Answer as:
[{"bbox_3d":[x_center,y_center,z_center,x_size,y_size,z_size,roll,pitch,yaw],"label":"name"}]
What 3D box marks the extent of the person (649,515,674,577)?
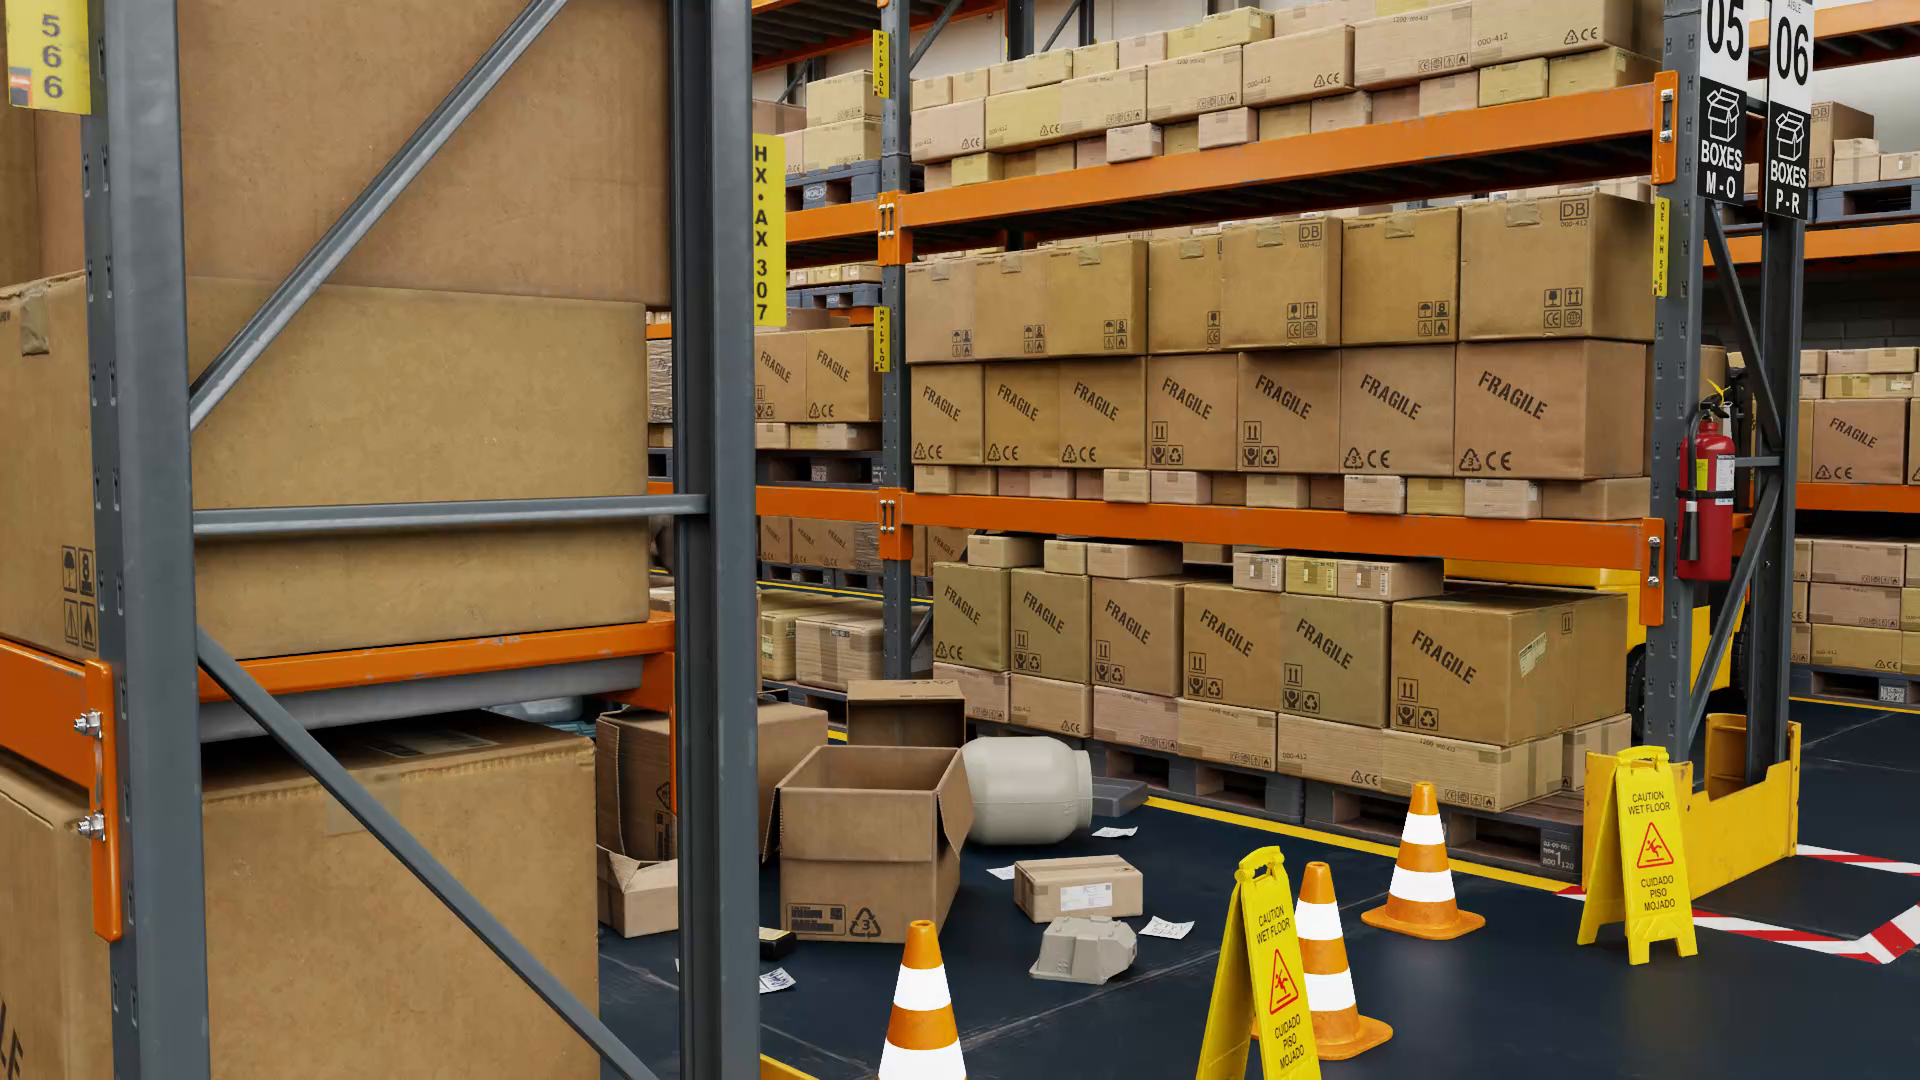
[{"bbox_3d":[-2.597,-0.196,14.241,0.985,1.681,0.552,3,5,37],"label":"person"}]
